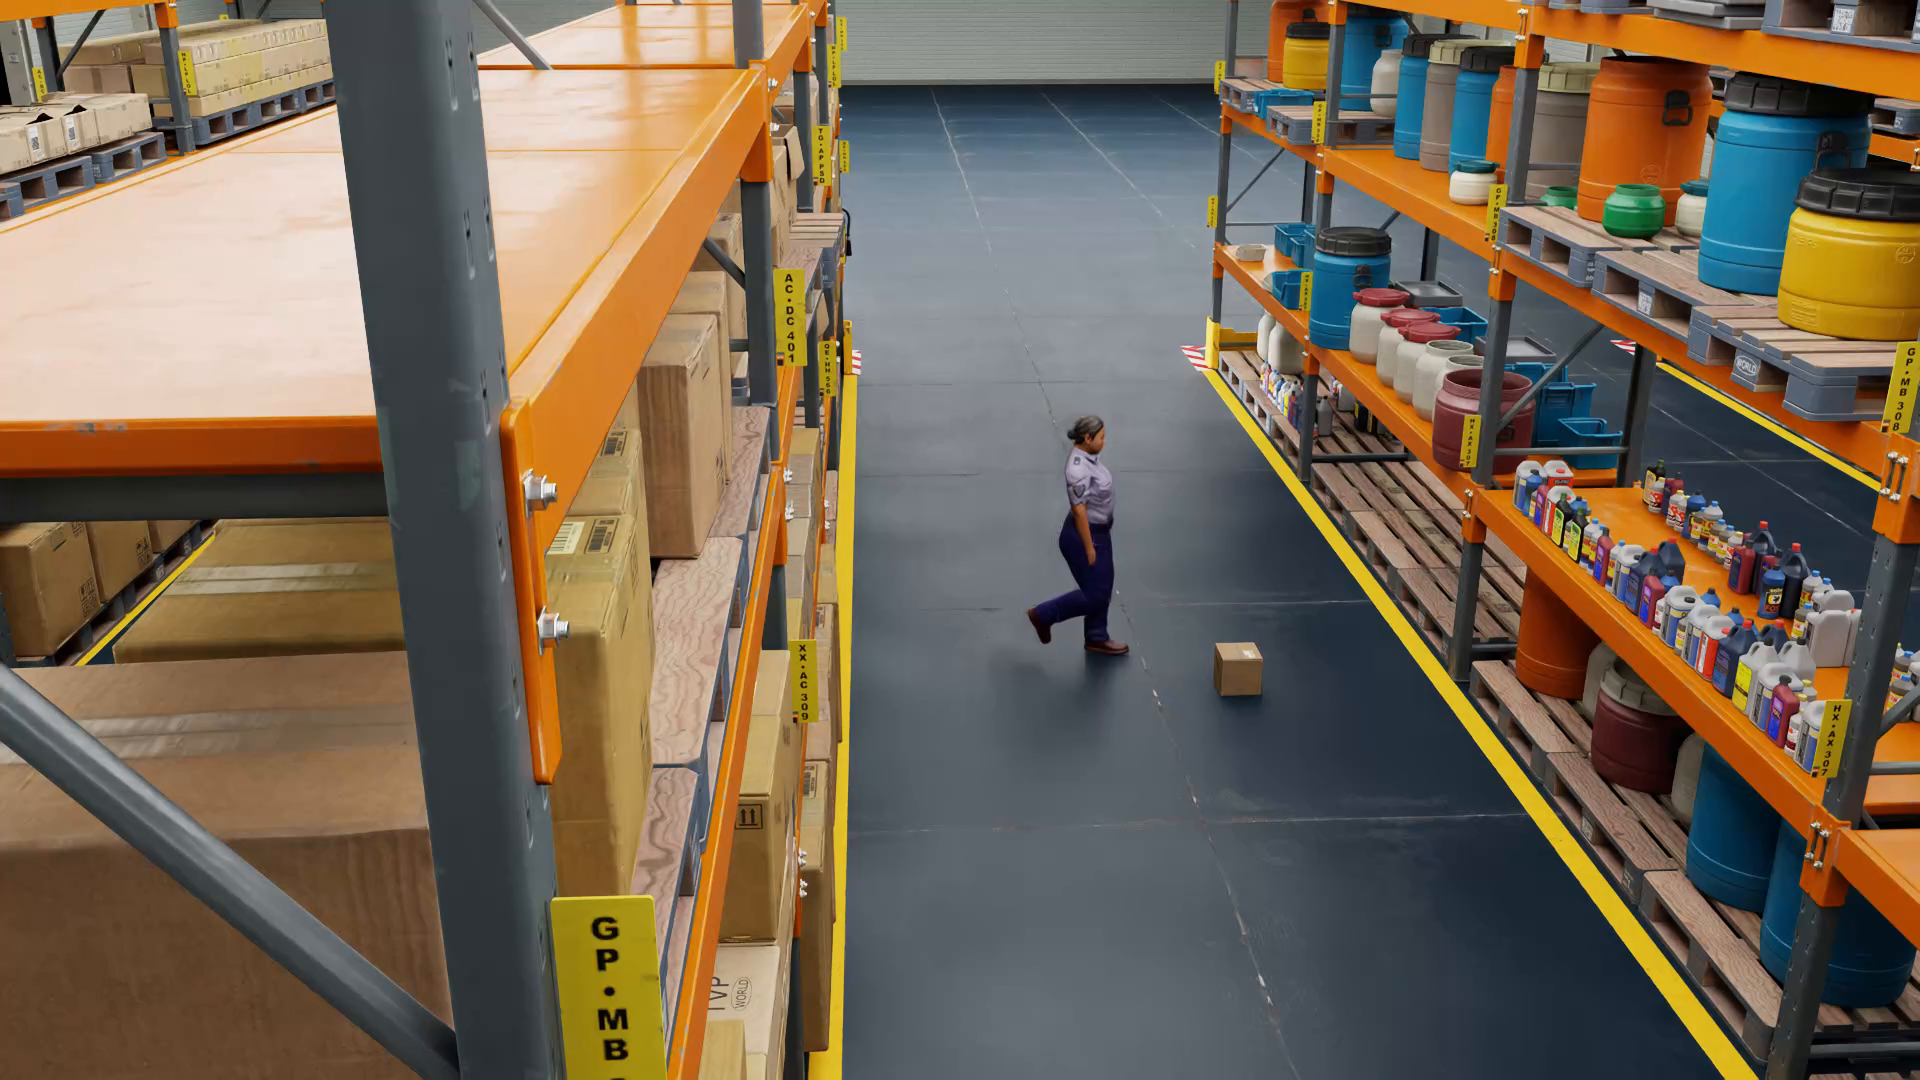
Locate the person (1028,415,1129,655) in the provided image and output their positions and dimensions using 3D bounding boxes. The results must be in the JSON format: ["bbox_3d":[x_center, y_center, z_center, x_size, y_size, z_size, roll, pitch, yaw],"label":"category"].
[{"bbox_3d":[0.777,-0.018,10.620,0.642,1.626,0.509,5,21,13],"label":"person"}]
